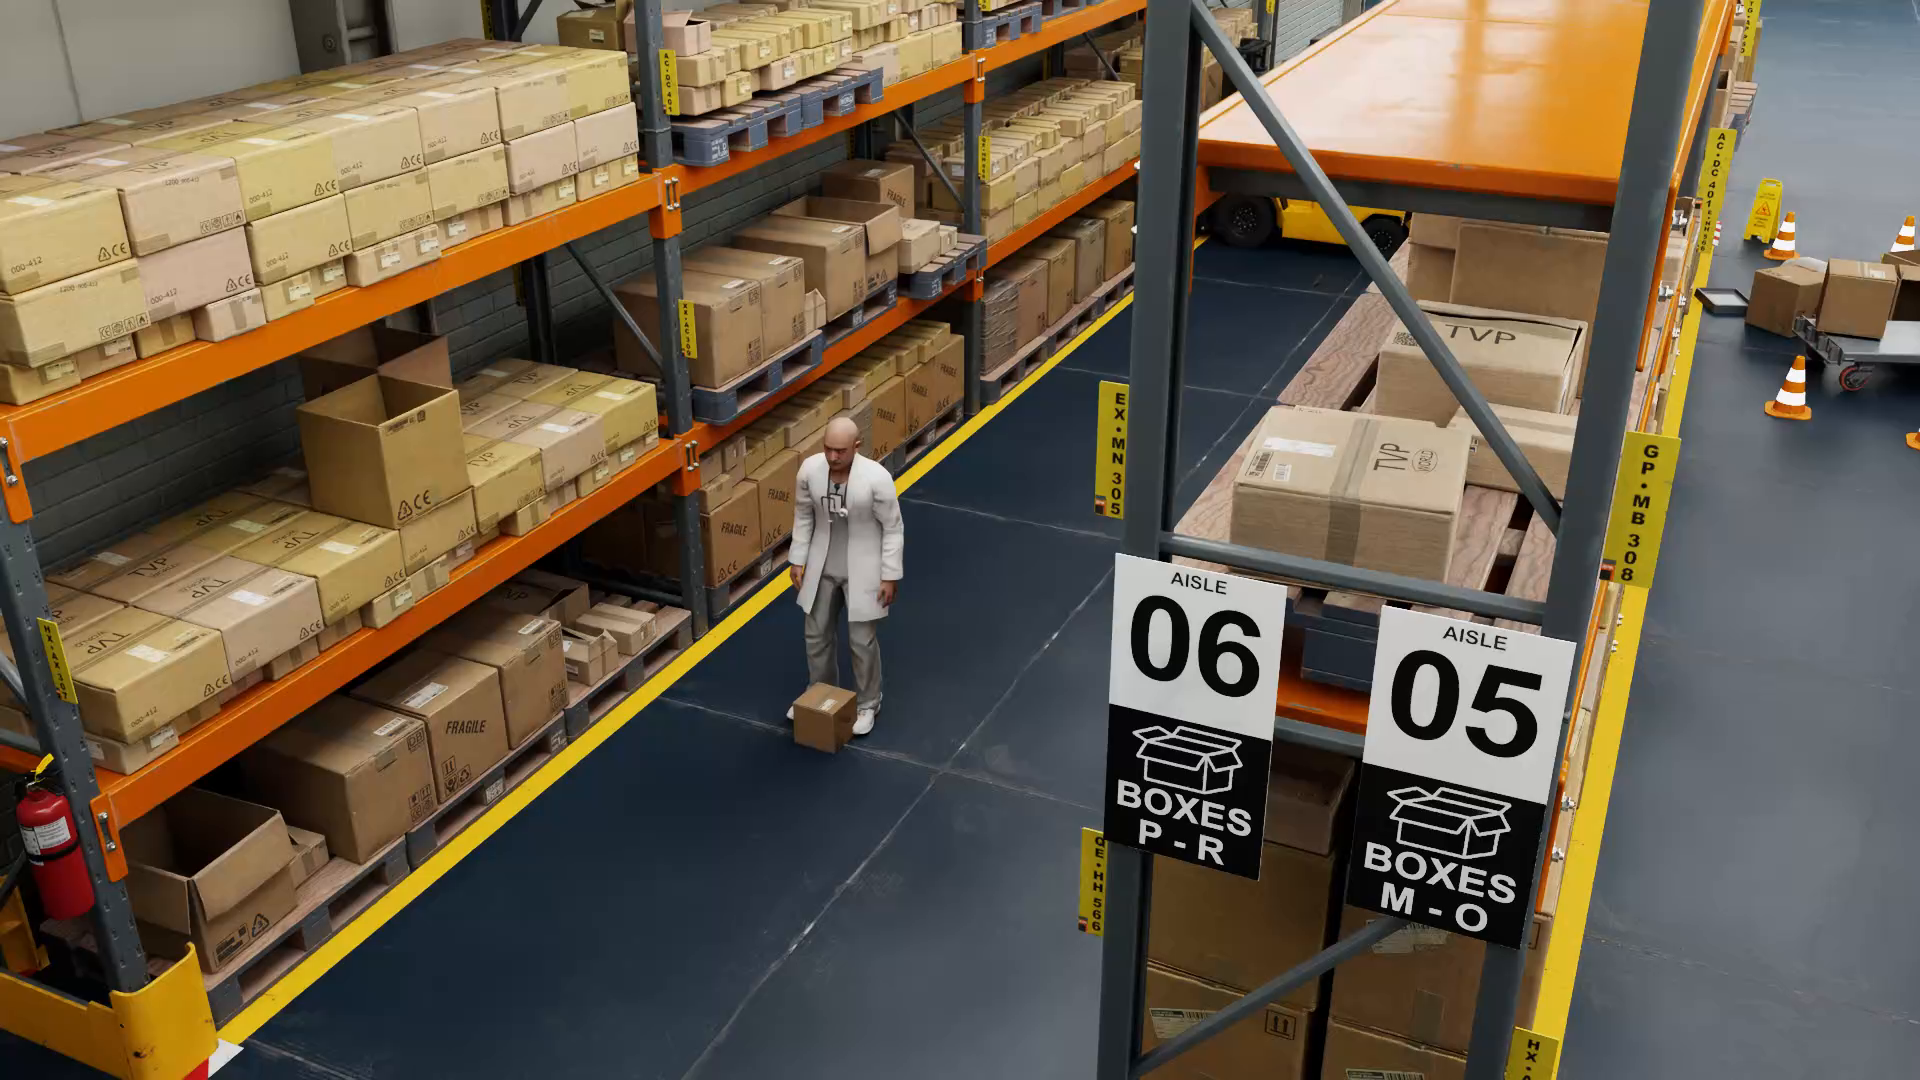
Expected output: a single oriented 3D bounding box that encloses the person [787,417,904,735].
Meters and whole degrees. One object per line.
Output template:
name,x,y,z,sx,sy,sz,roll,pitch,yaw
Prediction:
person,-0.607,0.168,8.784,0.650,1.773,0.429,9,27,19
